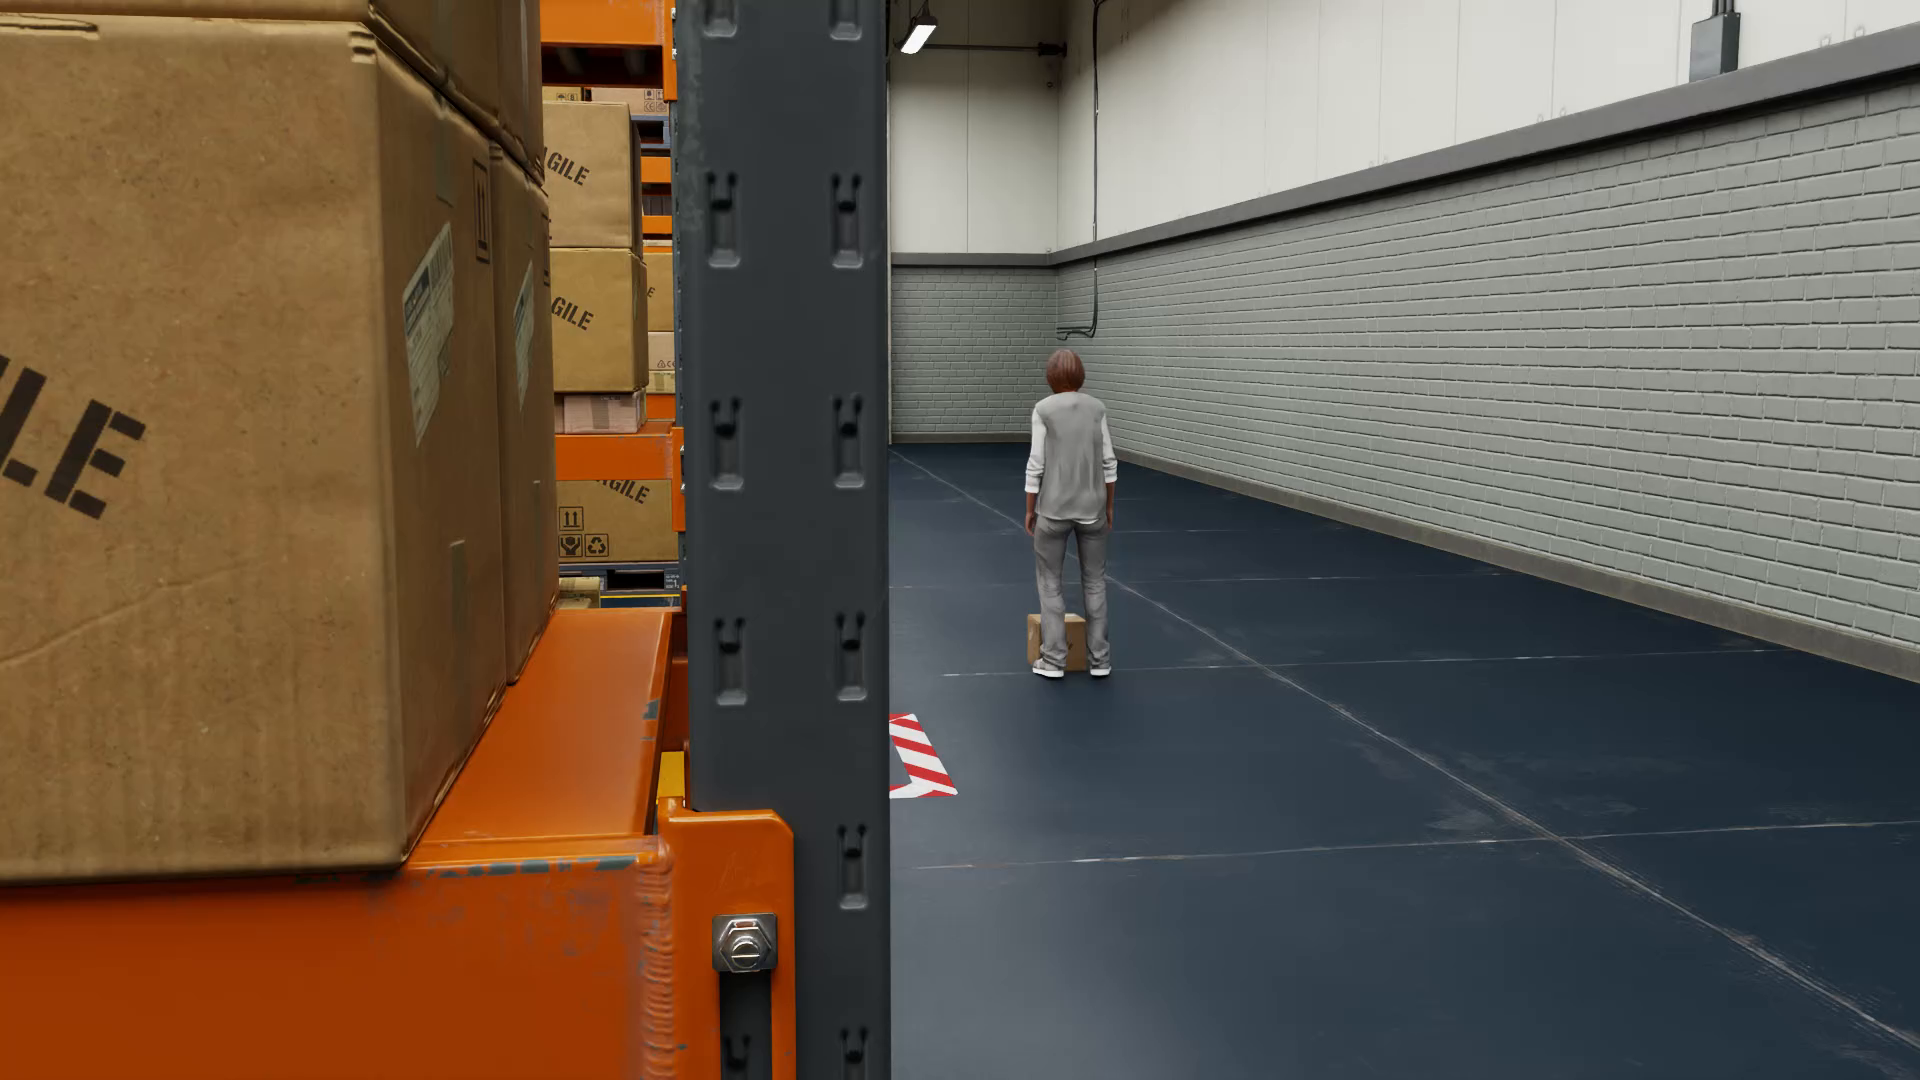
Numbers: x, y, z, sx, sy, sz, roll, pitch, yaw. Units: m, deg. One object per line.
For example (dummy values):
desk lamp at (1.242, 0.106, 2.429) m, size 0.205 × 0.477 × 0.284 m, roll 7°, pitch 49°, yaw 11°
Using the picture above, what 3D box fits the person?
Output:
person at (0.537, -0.122, 8.076) m, size 0.469 × 1.590 × 0.348 m, roll -1°, pitch 7°, yaw -11°
